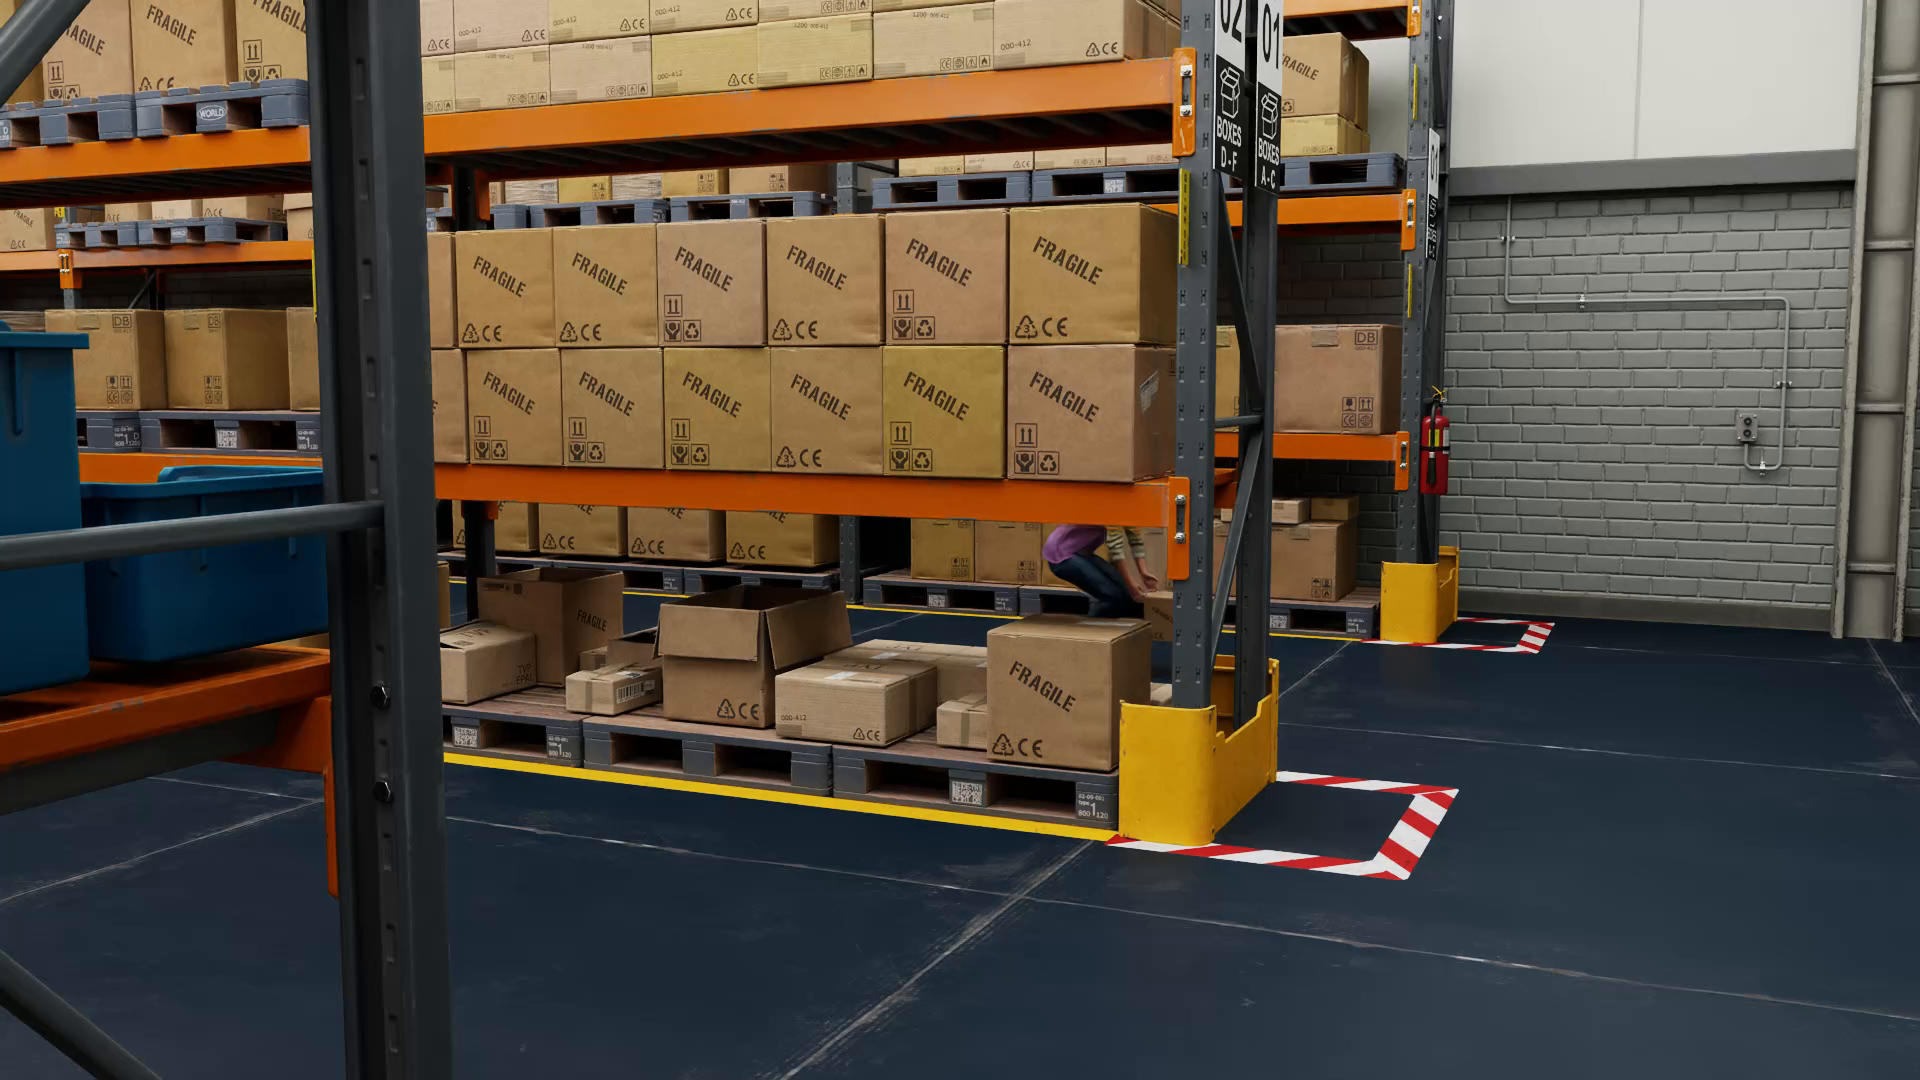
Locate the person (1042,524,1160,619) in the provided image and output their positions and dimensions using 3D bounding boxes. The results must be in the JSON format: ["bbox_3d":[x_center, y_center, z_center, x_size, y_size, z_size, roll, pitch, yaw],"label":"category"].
[{"bbox_3d":[0.829,0.142,9.561,0.698,1.203,0.462,3,6,24],"label":"person"}]
